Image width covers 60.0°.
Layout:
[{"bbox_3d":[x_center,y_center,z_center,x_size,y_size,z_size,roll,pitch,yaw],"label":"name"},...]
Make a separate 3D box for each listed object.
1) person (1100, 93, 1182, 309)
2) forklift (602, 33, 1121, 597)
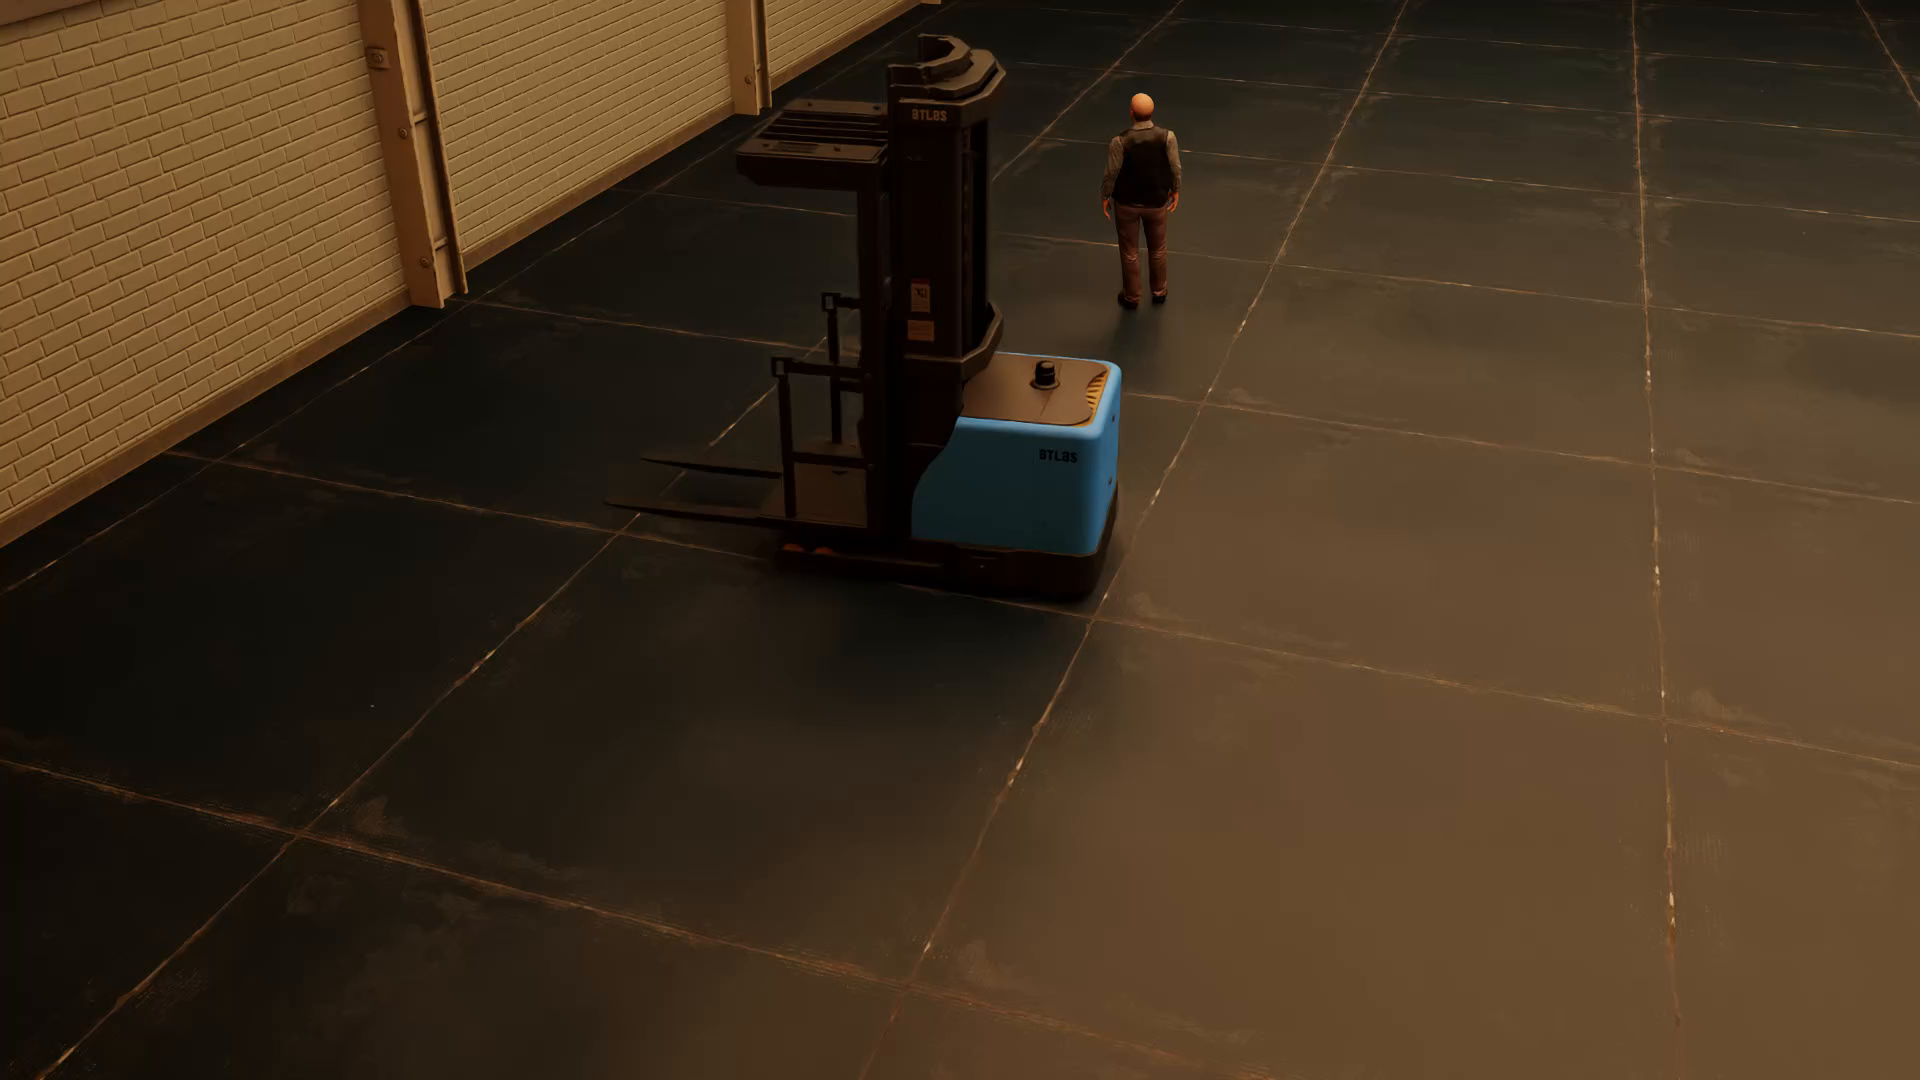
[{"bbox_3d":[1.401,-2.661,13.011,0.632,1.720,0.569,-2,30,-4],"label":"person"},{"bbox_3d":[-0.614,-1.312,9.439,3.031,2.935,1.130,6,30,10],"label":"forklift"}]
